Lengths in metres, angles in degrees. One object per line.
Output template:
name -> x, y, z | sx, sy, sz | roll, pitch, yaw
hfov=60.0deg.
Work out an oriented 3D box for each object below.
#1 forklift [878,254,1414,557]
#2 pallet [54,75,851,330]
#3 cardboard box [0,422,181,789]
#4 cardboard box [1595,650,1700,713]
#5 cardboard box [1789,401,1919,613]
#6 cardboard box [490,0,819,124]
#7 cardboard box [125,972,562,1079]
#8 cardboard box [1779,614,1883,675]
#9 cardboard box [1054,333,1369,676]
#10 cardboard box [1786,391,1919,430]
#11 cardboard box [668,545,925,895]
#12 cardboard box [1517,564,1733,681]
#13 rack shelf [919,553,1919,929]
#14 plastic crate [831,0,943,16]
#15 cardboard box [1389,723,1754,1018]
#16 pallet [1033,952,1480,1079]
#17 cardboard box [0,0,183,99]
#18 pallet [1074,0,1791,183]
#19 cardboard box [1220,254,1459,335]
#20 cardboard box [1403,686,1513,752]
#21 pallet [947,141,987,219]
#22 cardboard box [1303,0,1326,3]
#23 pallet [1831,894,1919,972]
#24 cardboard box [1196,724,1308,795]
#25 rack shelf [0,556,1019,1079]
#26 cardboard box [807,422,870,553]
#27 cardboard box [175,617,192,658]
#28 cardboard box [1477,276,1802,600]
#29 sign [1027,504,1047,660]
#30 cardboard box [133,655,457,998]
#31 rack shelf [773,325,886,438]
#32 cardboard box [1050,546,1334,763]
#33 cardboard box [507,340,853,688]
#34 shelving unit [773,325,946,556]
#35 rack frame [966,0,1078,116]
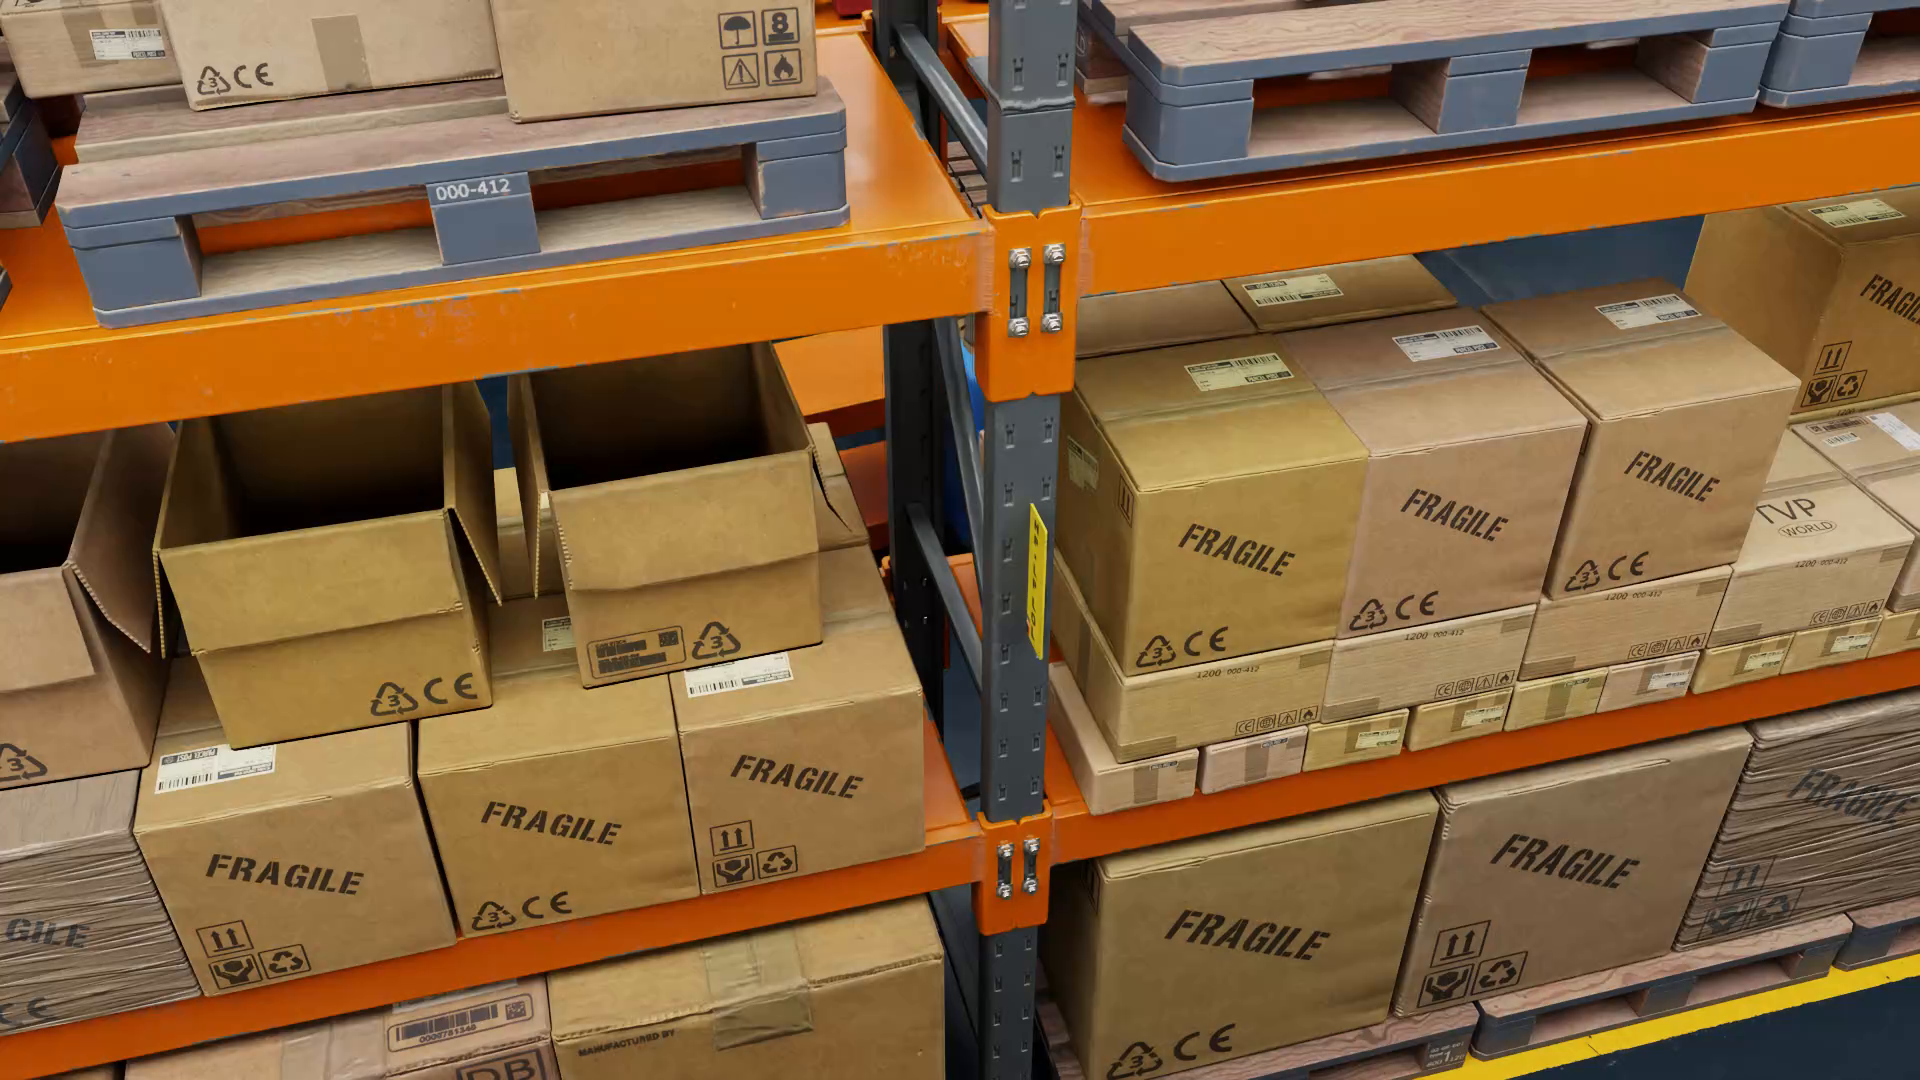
forklift -> 1.226, -1.509, 6.311 | 3.031, 2.935, 1.130 | -14, 40, -18
pallet -> -0.873, -0.746, 2.944 | 1.217, 0.209, 0.805 | -11, 39, -14
cardboard box -> -1.877, 0.073, 3.278 | 0.637, 0.503, 0.797 | -8, 38, -10
cardboard box -> 1.623, 0.238, 4.177 | 0.250, 0.149, 0.380 | -9, 38, -11
cardboard box -> 2.481, -0.103, 4.295 | 0.500, 0.250, 0.500 | -11, 39, -13
cardboard box -> -0.558, -1.104, 2.828 | 0.500, 0.500, 0.700 | -8, 38, -11
cardboard box -> -1.476, 1.128, 4.210 | 0.875, 0.875, 1.225 | -11, 39, -14
cardboard box -> 2.127, 0.153, 4.287 | 0.250, 0.149, 0.380 | -9, 38, -11
cardboard box -> 0.528, -0.087, 3.656 | 0.500, 0.500, 0.500 | -9, 38, -12
cardboard box -> 2.341, -0.415, 4.702 | 0.500, 0.250, 0.500 | -11, 39, -13
cardboard box -> -0.381, 0.390, 3.689 | 0.500, 0.500, 0.500 | -9, 38, -12
cardboard box -> 1.501, 0.055, 4.088 | 0.500, 0.250, 0.500 | -8, 38, -11
rack shelf -> 1.930, 0.165, 4.658 | 4.000, 0.370, 1.077 | -9, 38, -12
plastic crate -> -0.365, -2.753, 7.778 | 0.583, 0.464, 0.402 | -9, 38, -12
cardboard box -> 1.526, 0.673, 4.805 | 0.875, 0.875, 0.875 | -9, 38, -12
pallet -> 0.754, 1.229, 4.970 | 1.213, 0.211, 1.003 | -9, 38, -12
cardboard box -> -1.477, -0.915, 2.869 | 0.250, 0.149, 0.380 | -11, 39, -14
pallet -> 0.792, -1.084, 3.302 | 1.213, 0.211, 1.003 | -9, 38, -12
cardboard box -> 0.858, -0.467, 4.154 | 0.500, 0.500, 0.500 | -9, 38, -11
cardboard box -> 1.133, 0.317, 4.073 | 0.250, 0.149, 0.380 | -10, 39, -13
pallet -> 0.588, -1.937, 9.108 | 1.213, 0.211, 1.003 | -9, 38, -12
cardboard box -> 0.739, -1.401, 3.134 | 0.500, 0.500, 0.700 | -12, 39, -15
pallet -> 3.109, 0.842, 5.475 | 1.213, 0.211, 1.003 | -9, 38, -12
cardboard box -> 0.625, 0.402, 3.962 | 0.250, 0.149, 0.380 | -11, 39, -13
rack shelf -> -1.932, 0.798, 3.830 | 4.000, 0.370, 1.077 | -9, 38, -12
cardboard box -> -0.510, 0.082, 4.091 | 0.500, 0.500, 0.500 | -9, 38, -12
cardboard box -> -1.478, 0.241, 3.883 | 0.500, 0.500, 0.500 | -10, 39, -13
cardboard box -> 1.507, -0.245, 3.863 | 0.500, 0.500, 0.500 | -10, 39, -13
sign -> 0.150, 0.084, 3.284 | 0.005, 0.325, 0.100 | -9, 38, -12
cardboard box -> -1.363, 0.551, 3.478 | 0.500, 0.500, 0.500 | -10, 38, -12
rack shelf -> -0.632, -0.471, 5.958 | 1.000, 0.278, 0.538 | -14, 40, -18
cardboard box -> 0.521, 0.216, 3.877 | 0.500, 0.250, 0.500 | -10, 39, -13
cardboard box -> -0.615, -0.136, 3.552 | 0.637, 0.503, 0.797 | -10, 39, -13
shelving unit -> -0.632, -0.239, 6.136 | 1.048, 1.125, 0.538 | -14, 40, -18
rack frame -> -0.001, -2.187, 2.203 | 0.127, 3.000, 1.000 | -9, 38, -12
